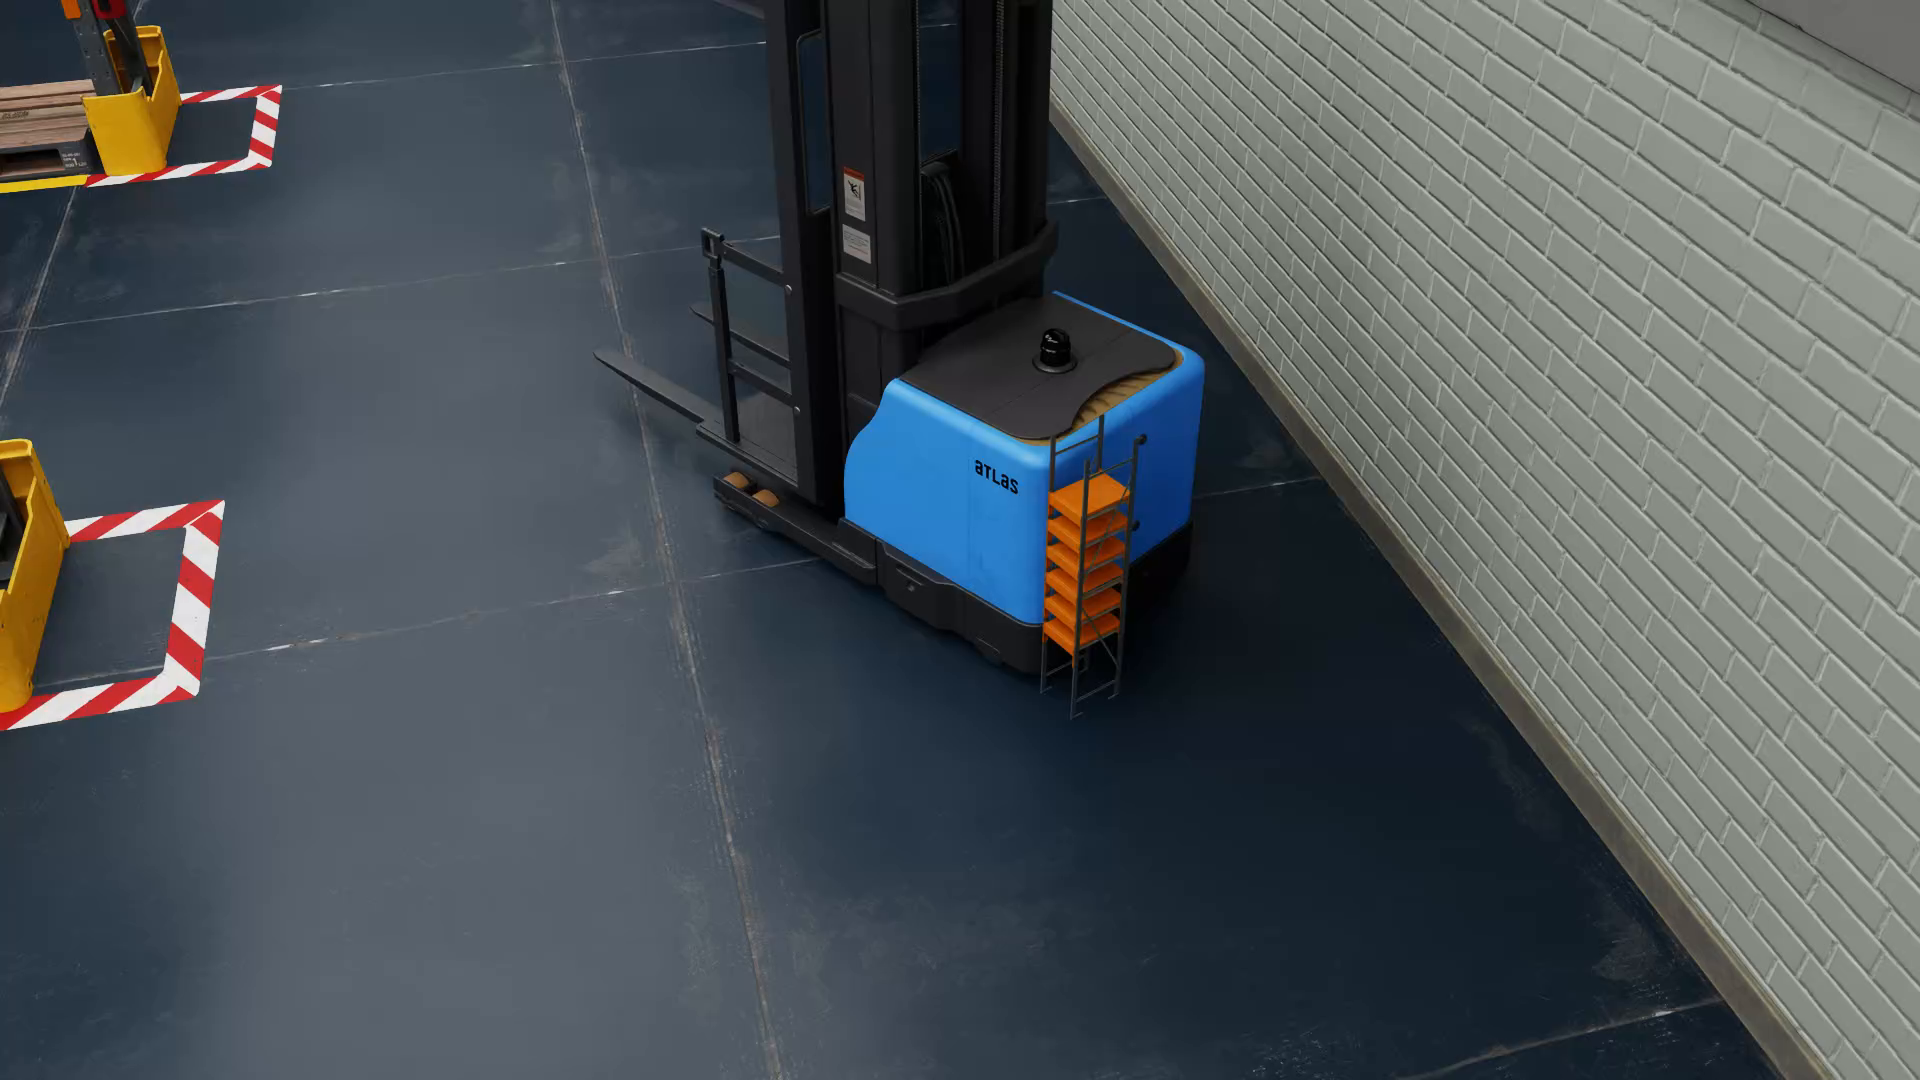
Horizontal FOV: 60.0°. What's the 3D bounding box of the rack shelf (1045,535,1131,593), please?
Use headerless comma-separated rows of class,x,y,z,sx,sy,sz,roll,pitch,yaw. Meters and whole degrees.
rack shelf,0.466,0.061,6.058,0.258,0.103,0.180,-24,44,-28

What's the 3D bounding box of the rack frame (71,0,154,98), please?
rack frame,-5.221,-3.759,9.695,0.127,3.000,1.000,-9,38,-12

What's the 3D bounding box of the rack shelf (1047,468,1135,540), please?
rack shelf,0.466,-0.130,5.913,0.258,0.103,0.180,-24,44,-28

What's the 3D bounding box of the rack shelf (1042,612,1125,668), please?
rack shelf,0.466,0.347,6.277,0.258,0.103,0.180,-24,44,-28

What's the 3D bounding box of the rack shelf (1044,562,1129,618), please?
rack shelf,0.466,0.156,6.131,0.258,0.103,0.180,-24,44,-28

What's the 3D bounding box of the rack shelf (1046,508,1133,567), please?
rack shelf,0.466,-0.034,5.985,0.258,0.103,0.180,-24,44,-28

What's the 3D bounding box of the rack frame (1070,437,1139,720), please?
rack frame,0.520,0.166,6.046,0.240,1.200,0.006,-24,44,-28

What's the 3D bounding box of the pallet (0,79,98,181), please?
pallet,-6.028,-2.544,10.402,1.213,0.211,1.003,-9,38,-12

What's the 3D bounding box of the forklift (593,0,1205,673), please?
forklift,-0.454,-1.423,6.697,3.031,2.935,1.130,30,46,33

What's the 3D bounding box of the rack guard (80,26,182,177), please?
rack guard,-5.201,-2.778,10.470,0.348,0.500,1.175,-9,38,-12

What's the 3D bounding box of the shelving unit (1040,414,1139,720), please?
shelving unit,0.466,0.121,6.104,0.258,1.200,0.189,-24,44,-28

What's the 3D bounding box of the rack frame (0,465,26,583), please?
rack frame,-3.930,-0.854,5.898,0.127,3.000,1.000,-9,38,-12

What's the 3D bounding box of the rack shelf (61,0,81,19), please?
rack shelf,-7.152,-3.157,9.500,4.000,0.370,1.077,-9,38,-12

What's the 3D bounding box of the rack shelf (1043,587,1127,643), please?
rack shelf,0.466,0.252,6.204,0.258,0.103,0.180,-24,44,-28

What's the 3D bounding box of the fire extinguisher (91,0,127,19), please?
fire extinguisher,-4.957,-3.338,9.515,0.183,0.674,0.296,-9,38,-12

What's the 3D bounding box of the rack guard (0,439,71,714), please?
rack guard,-3.907,0.135,6.662,0.348,0.500,1.175,-9,38,-12

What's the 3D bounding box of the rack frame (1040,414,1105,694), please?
rack frame,0.411,0.076,6.163,0.240,1.200,0.006,-24,44,-28
